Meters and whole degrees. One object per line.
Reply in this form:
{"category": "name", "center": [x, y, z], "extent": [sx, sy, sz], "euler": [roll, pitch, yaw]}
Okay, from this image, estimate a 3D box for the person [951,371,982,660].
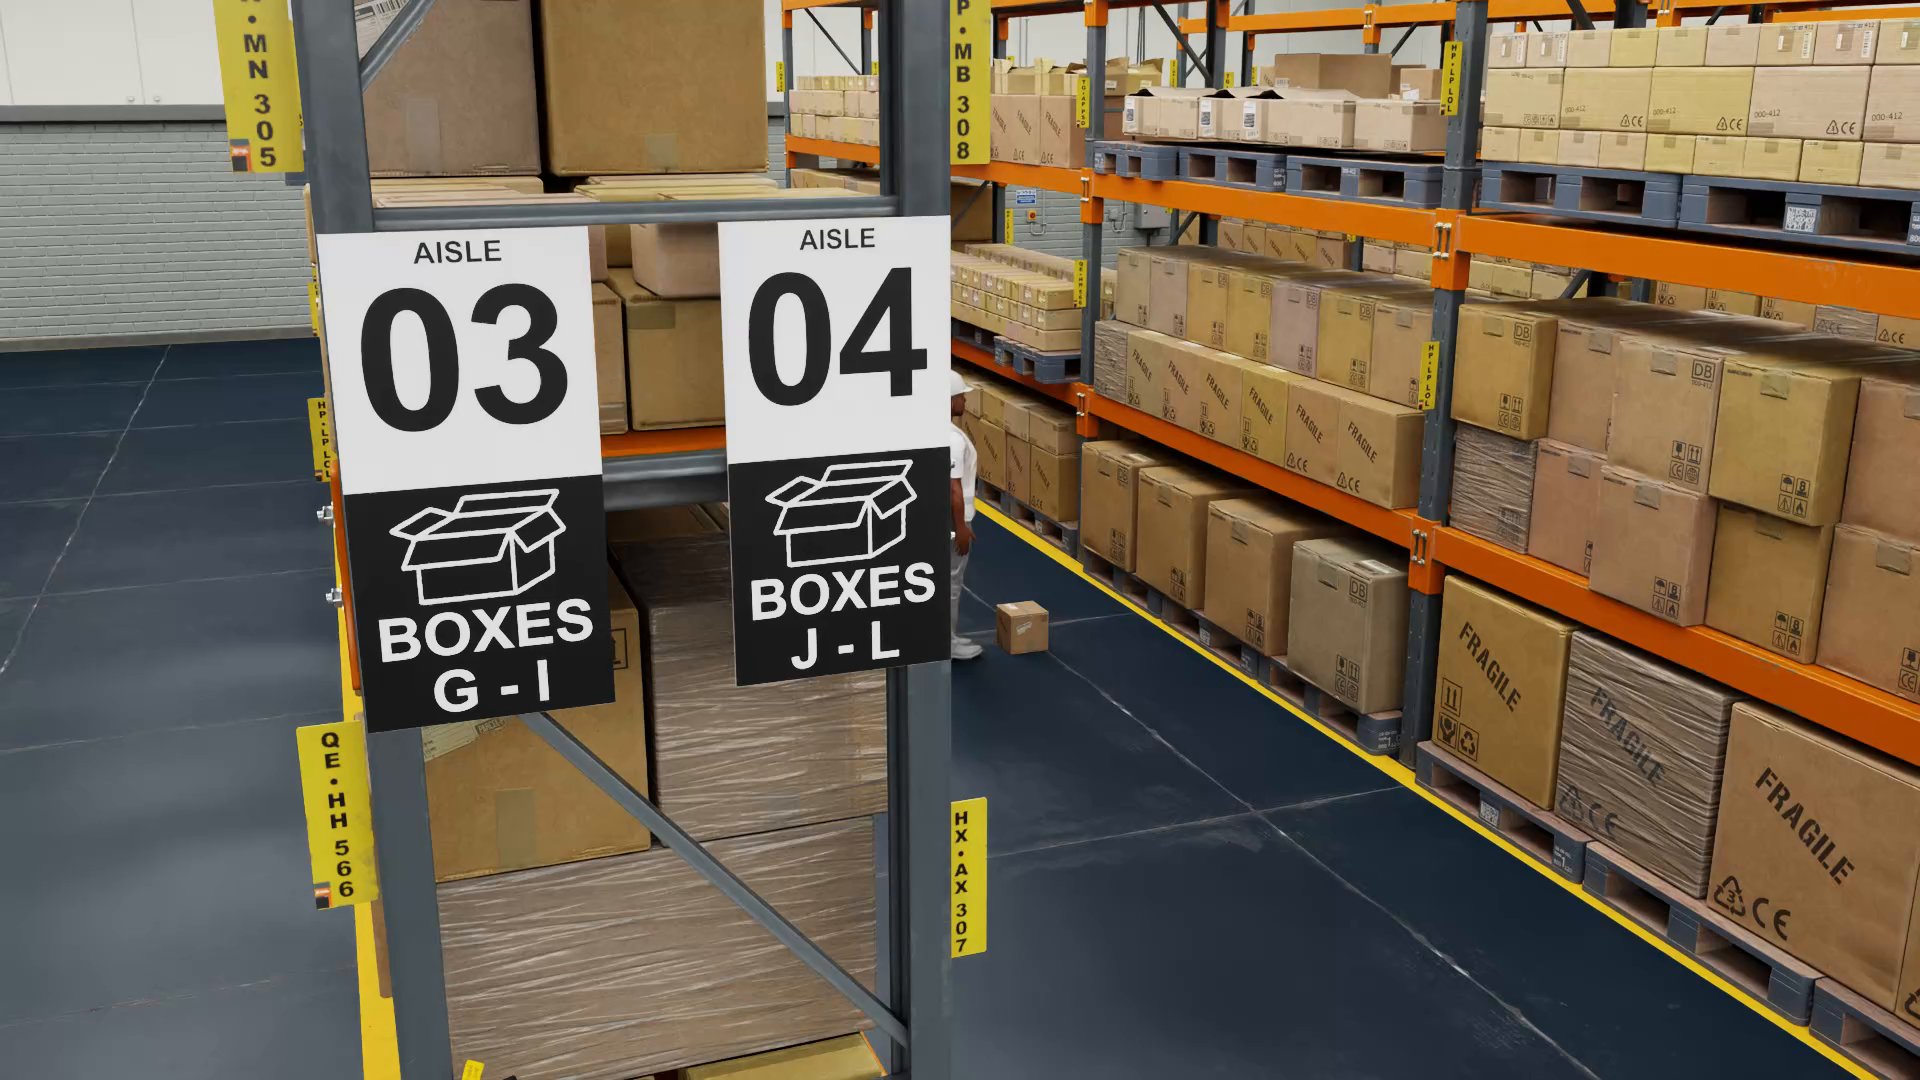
{"category": "person", "center": [-0.059, -0.139, 9.980], "extent": [0.384, 1.775, 0.583], "euler": [-6, 17, -20]}
